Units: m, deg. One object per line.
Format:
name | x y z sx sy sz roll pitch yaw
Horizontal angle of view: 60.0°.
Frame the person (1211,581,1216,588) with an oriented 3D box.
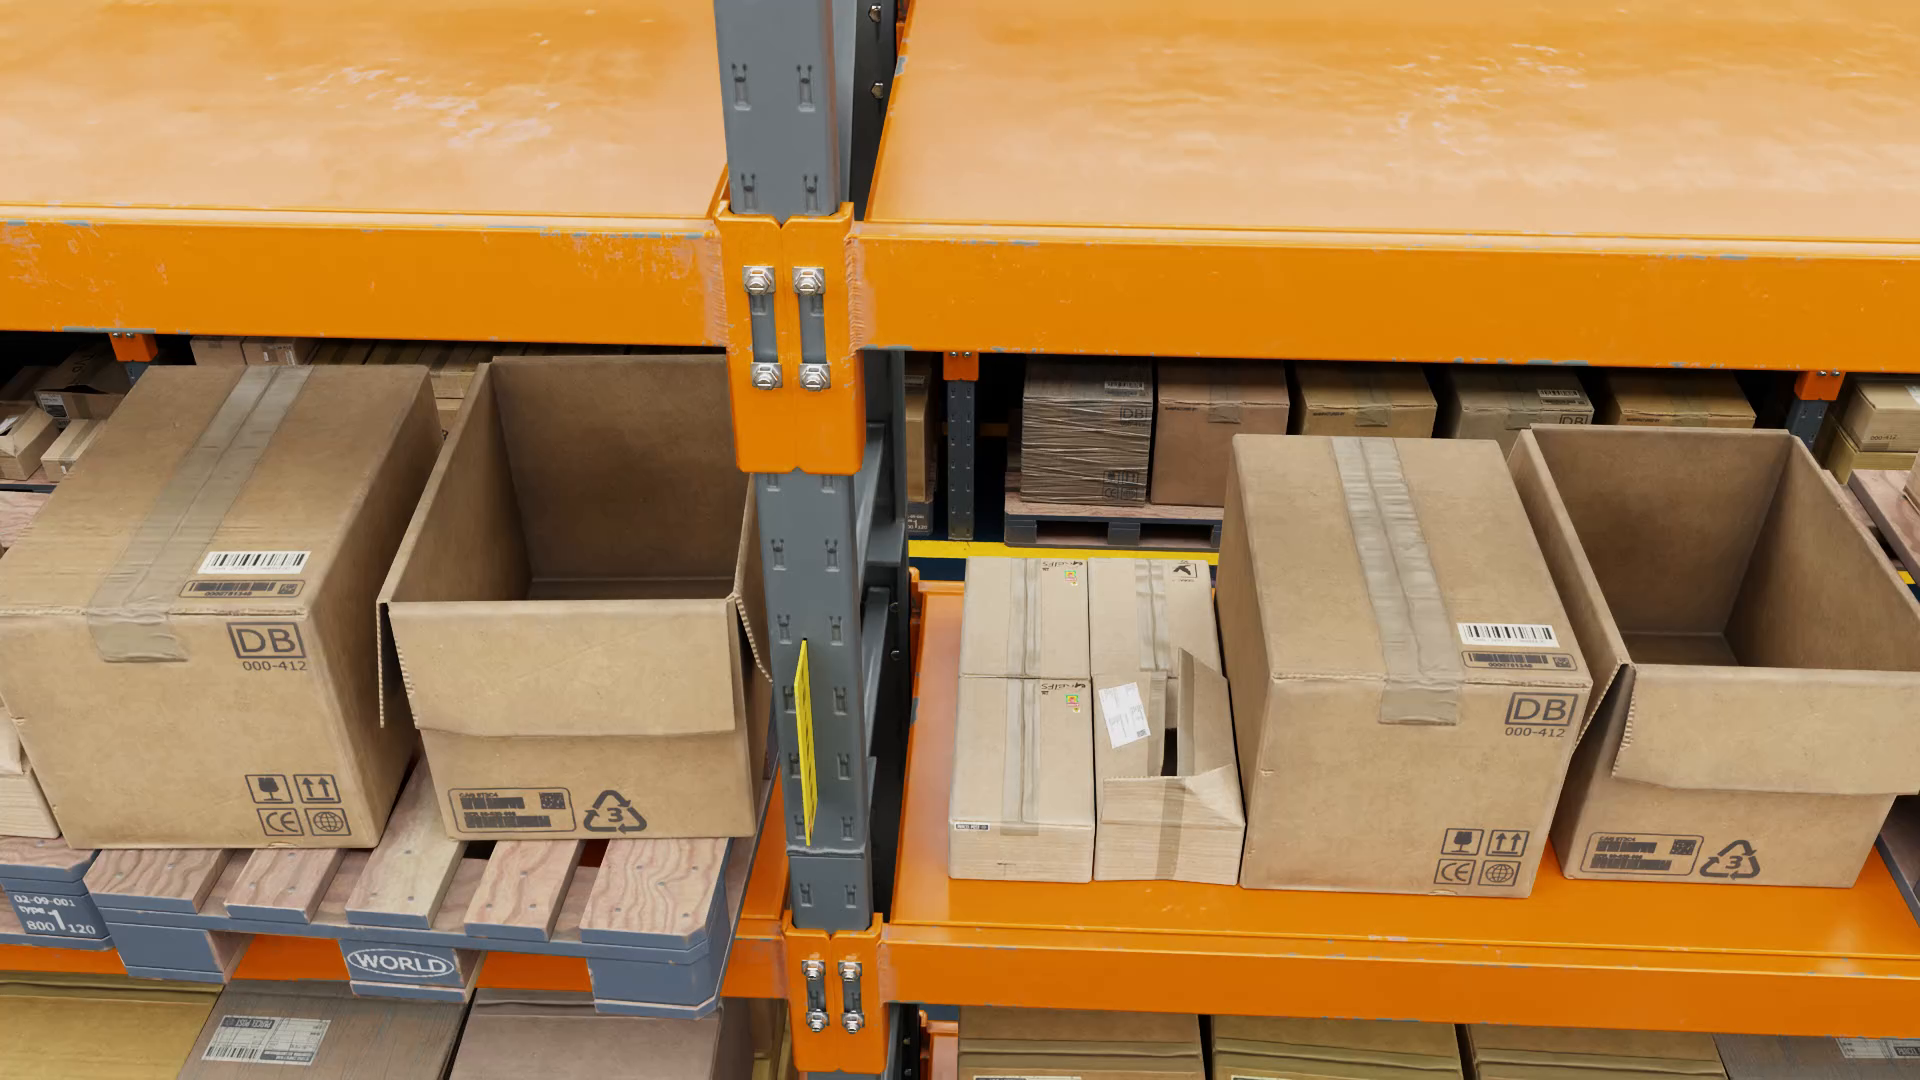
person | 0.888 0.660 6.330 0.637 1.472 0.377 1 36 1
